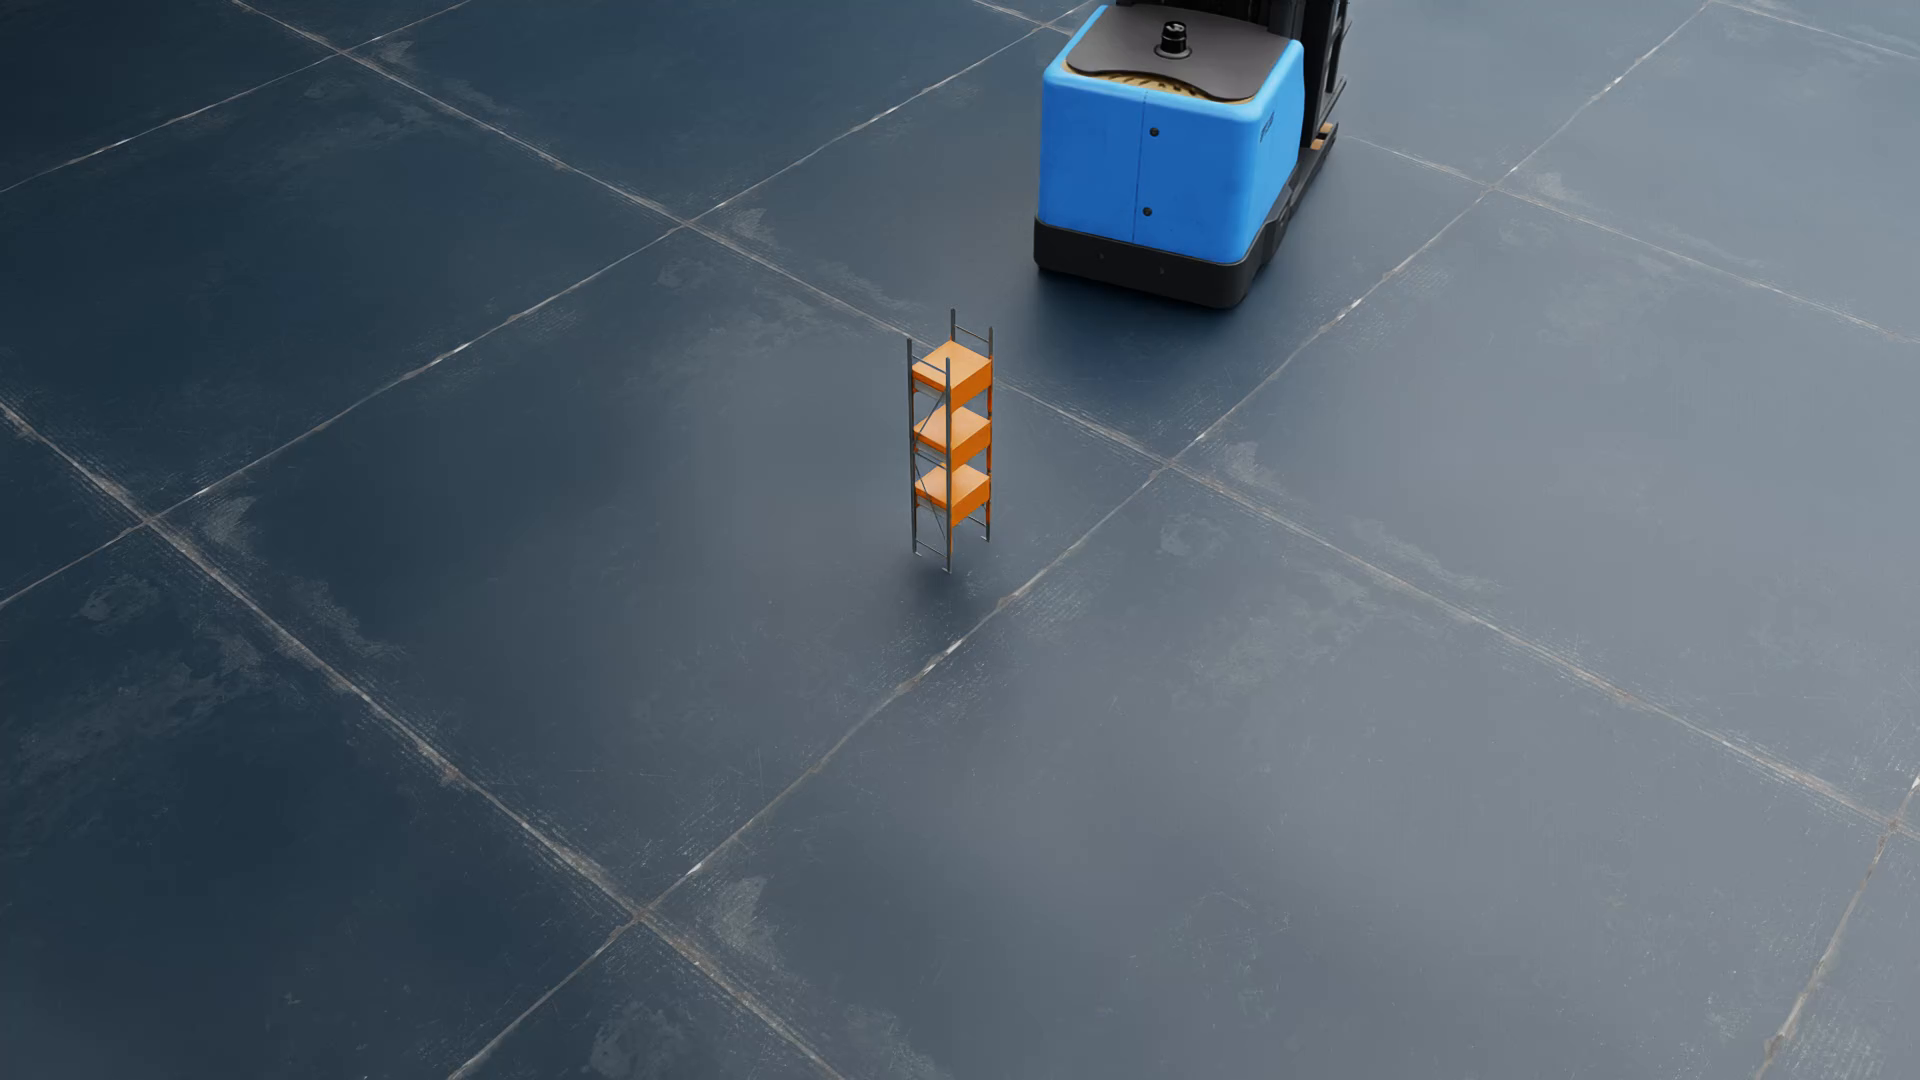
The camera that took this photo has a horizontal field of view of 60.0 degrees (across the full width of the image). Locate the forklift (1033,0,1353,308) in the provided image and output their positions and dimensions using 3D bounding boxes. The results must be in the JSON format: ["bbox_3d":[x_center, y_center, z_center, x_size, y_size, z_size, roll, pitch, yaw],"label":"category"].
[{"bbox_3d":[1.408,-3.176,8.065,1.130,2.935,3.031,16,45,17],"label":"forklift"}]

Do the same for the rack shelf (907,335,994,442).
[{"bbox_3d":[-0.034,-0.563,6.183,0.215,0.259,0.240,29,50,28],"label":"rack shelf"}]

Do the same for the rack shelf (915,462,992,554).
[{"bbox_3d":[-0.034,-0.147,6.561,0.215,0.259,0.240,29,50,28],"label":"rack shelf"}]

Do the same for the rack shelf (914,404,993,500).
[{"bbox_3d":[-0.034,-0.353,6.374,0.215,0.259,0.240,29,50,28],"label":"rack shelf"}]

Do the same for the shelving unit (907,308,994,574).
[{"bbox_3d":[-0.034,-0.361,6.367,0.215,1.050,0.252,29,50,28],"label":"shelving unit"}]

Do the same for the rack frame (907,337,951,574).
[{"bbox_3d":[-0.113,-0.298,6.297,0.200,1.050,0.008,29,50,28],"label":"rack frame"}]

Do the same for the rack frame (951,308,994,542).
[{"bbox_3d":[0.044,-0.424,6.436,0.200,1.050,0.008,29,50,28],"label":"rack frame"}]
